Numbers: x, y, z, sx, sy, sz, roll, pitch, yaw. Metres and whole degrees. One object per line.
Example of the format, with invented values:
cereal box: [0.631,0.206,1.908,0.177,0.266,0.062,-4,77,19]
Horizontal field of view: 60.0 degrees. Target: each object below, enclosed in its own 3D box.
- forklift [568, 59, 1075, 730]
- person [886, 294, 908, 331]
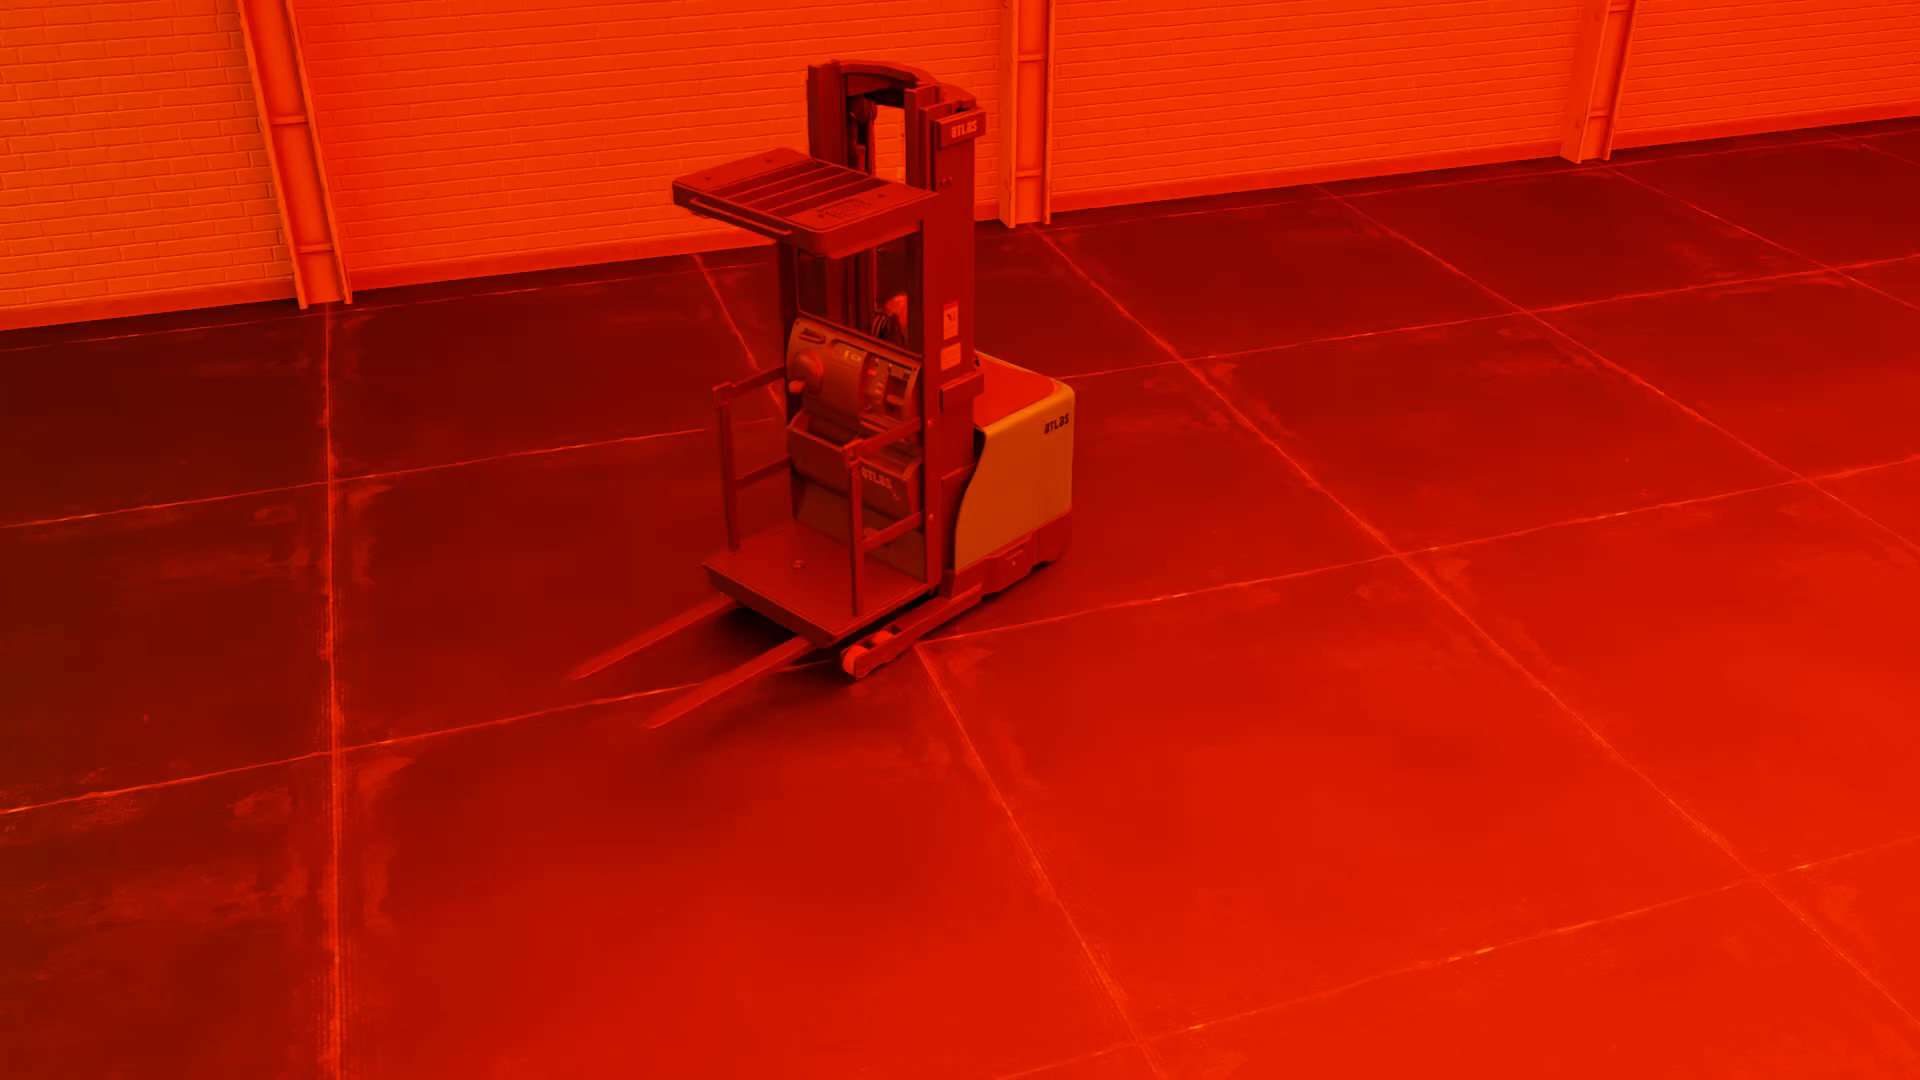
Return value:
forklift: [-0.706,-0.832,8.533,1.130,2.935,3.031,25,38,36]
person: [-0.243,-0.900,10.317,0.823,1.372,0.778,-1,30,-2]
